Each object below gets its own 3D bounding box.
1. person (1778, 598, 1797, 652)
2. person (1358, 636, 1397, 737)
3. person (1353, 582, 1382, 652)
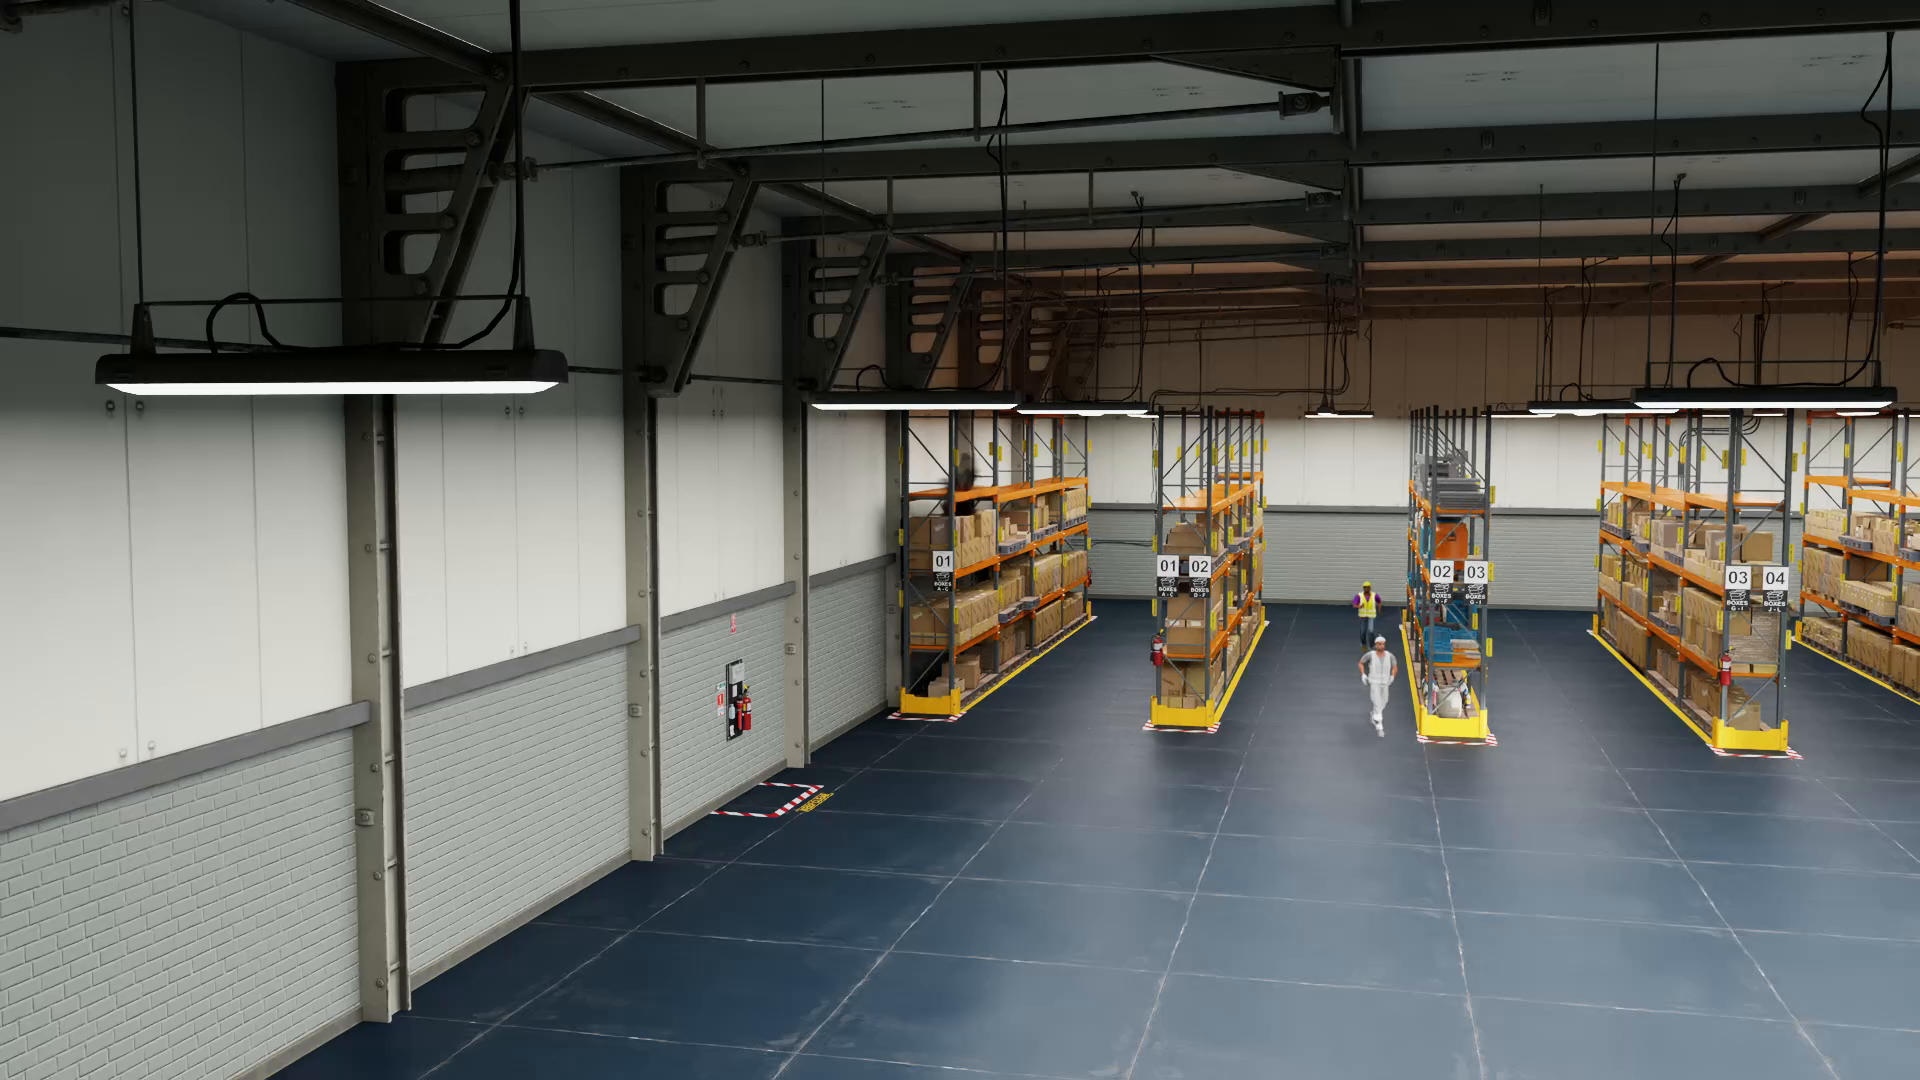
[{"bbox_3d":[20.006,1.998,40.404,0.549,1.725,0.793,1,4,17],"label":"person"},{"bbox_3d":[7.682,2.653,30.508,0.678,1.795,0.929,0,4,-5],"label":"person"},{"bbox_3d":[9.939,1.922,40.616,0.676,1.825,0.791,1,4,15],"label":"person"}]
